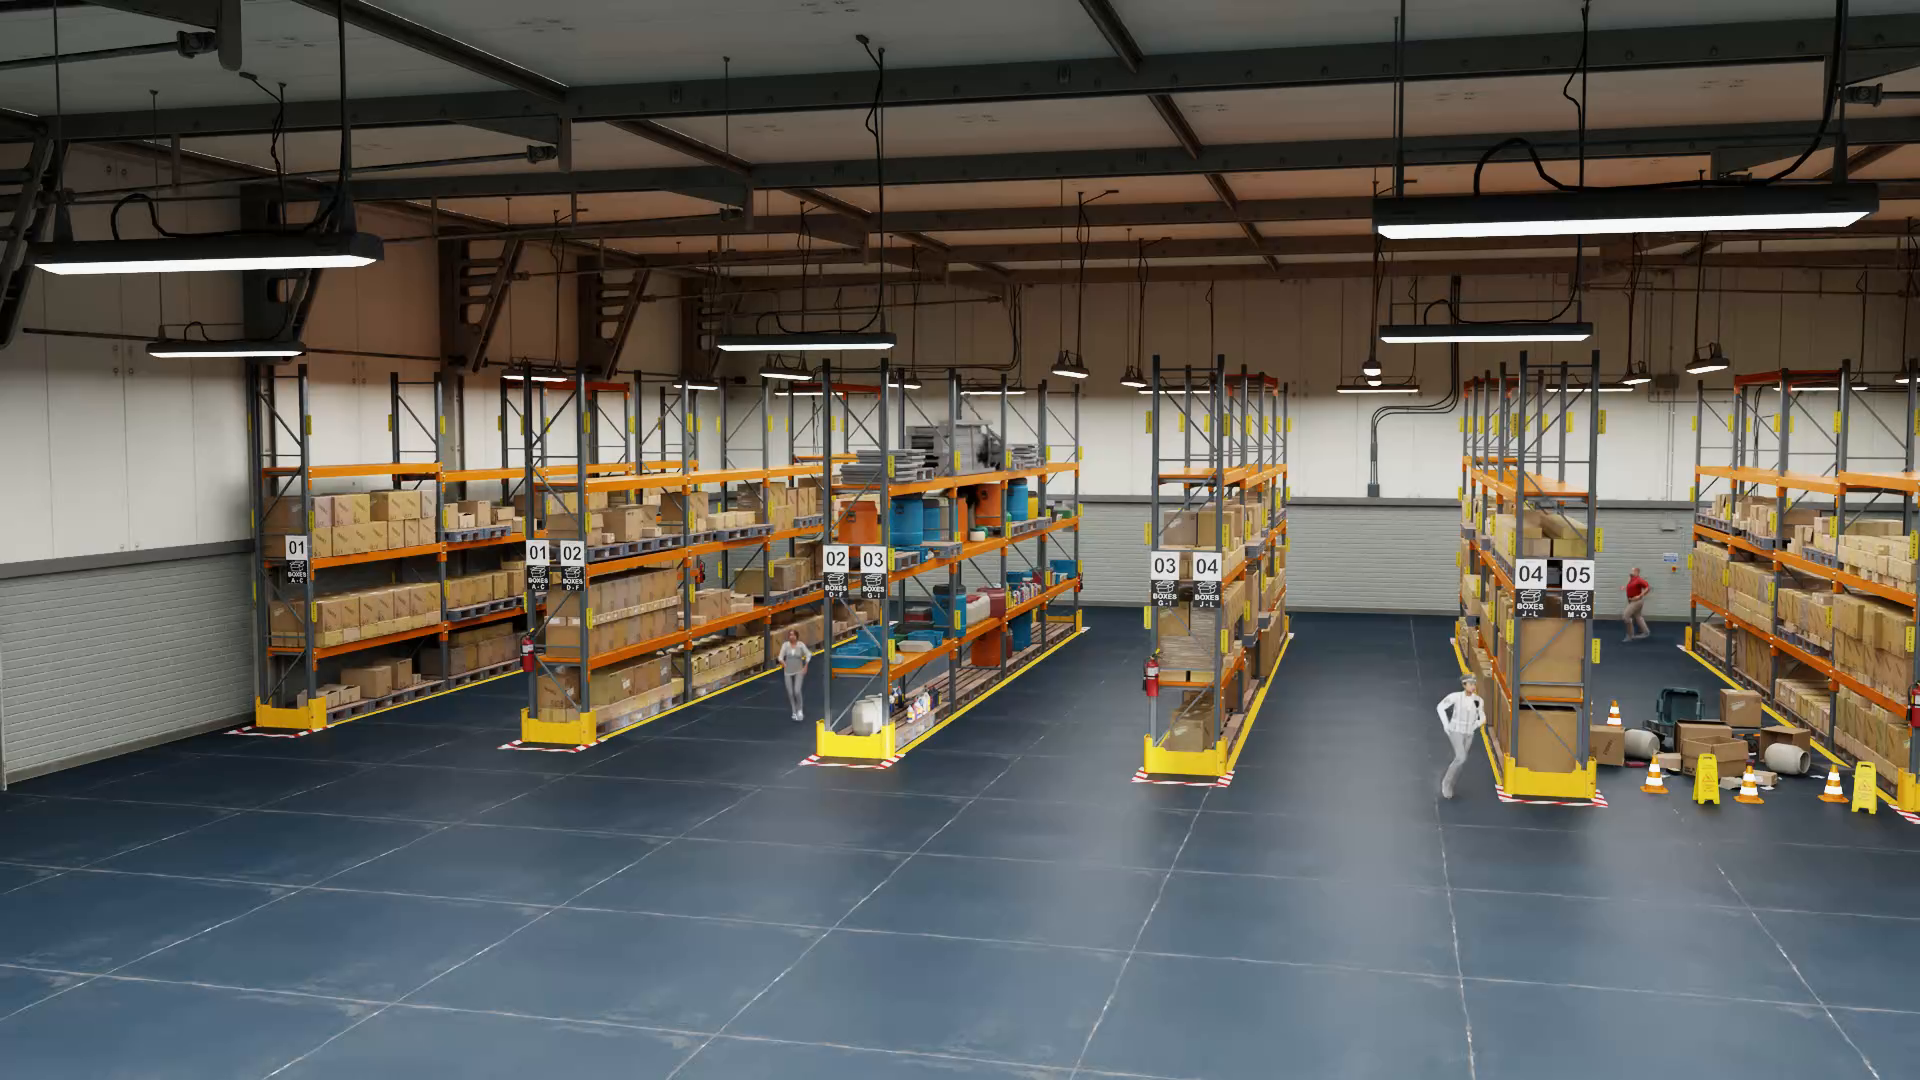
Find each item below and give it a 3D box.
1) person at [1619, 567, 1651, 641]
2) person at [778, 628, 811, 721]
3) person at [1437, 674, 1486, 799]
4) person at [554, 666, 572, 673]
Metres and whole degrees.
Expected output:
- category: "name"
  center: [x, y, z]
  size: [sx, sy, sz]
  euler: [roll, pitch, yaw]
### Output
- category: "person"
  center: [15.646, 1.513, 38.503]
  size: [0.762, 1.799, 0.658]
  euler: [1, 4, 12]
- category: "person"
  center: [-2.806, 2.275, 28.039]
  size: [0.530, 1.575, 0.631]
  euler: [0, 4, 5]
- category: "person"
  center: [6.762, 2.633, 22.417]
  size: [0.551, 1.683, 0.600]
  euler: [-1, 4, -10]
- category: "person"
  center: [-7.018, 2.117, 29.565]
  size: [0.598, 1.665, 0.611]
  euler: [0, 4, 2]
